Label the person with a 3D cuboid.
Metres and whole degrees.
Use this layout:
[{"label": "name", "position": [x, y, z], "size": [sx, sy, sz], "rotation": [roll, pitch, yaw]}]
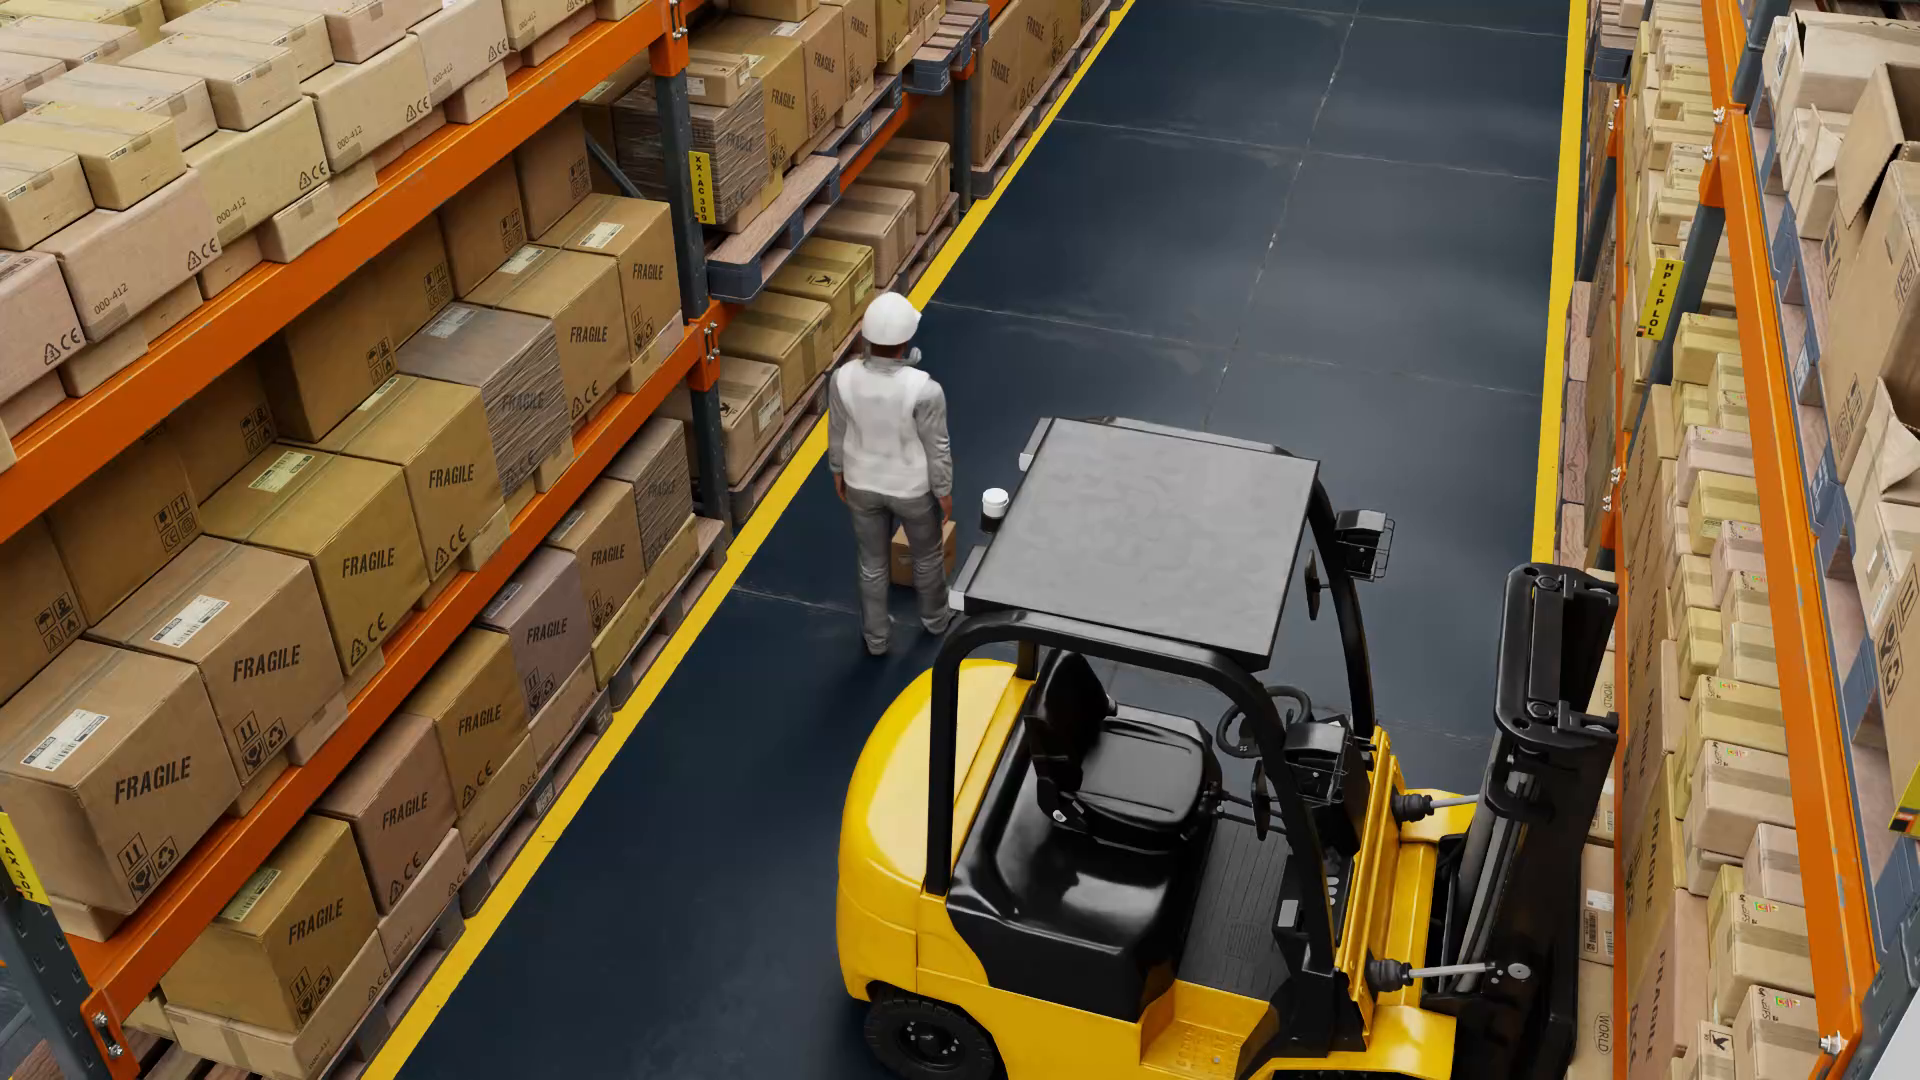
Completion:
[{"label": "person", "position": [-0.276, -0.308, 7.272], "size": [0.568, 1.776, 0.544], "rotation": [9, 38, 12]}]
